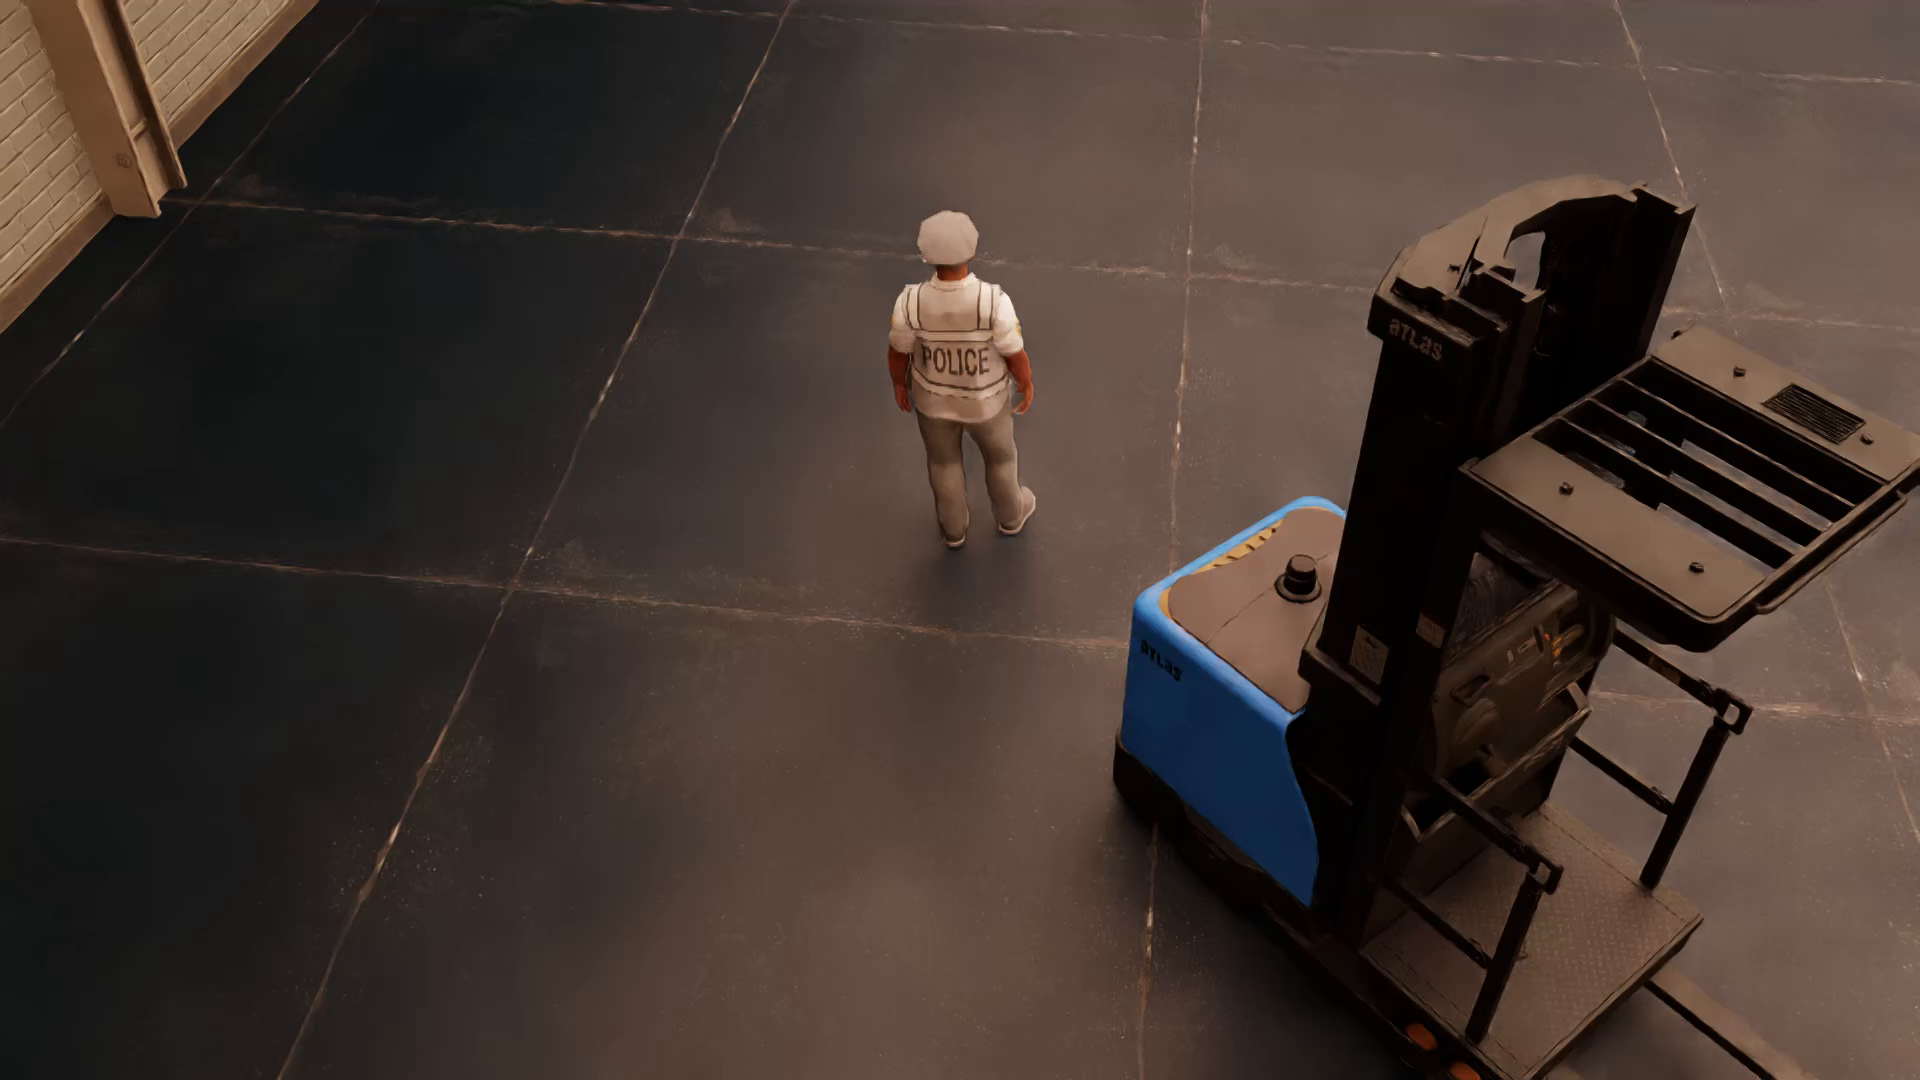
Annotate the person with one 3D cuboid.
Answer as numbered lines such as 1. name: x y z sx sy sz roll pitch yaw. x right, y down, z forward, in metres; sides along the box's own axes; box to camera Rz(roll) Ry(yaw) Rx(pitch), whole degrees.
1. person: 0.022 -0.713 7.338 0.640 1.781 0.574 5 43 6

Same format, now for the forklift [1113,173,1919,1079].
1. forklift: 1.935 0.495 5.186 1.130 2.935 3.031 -29 50 -28
